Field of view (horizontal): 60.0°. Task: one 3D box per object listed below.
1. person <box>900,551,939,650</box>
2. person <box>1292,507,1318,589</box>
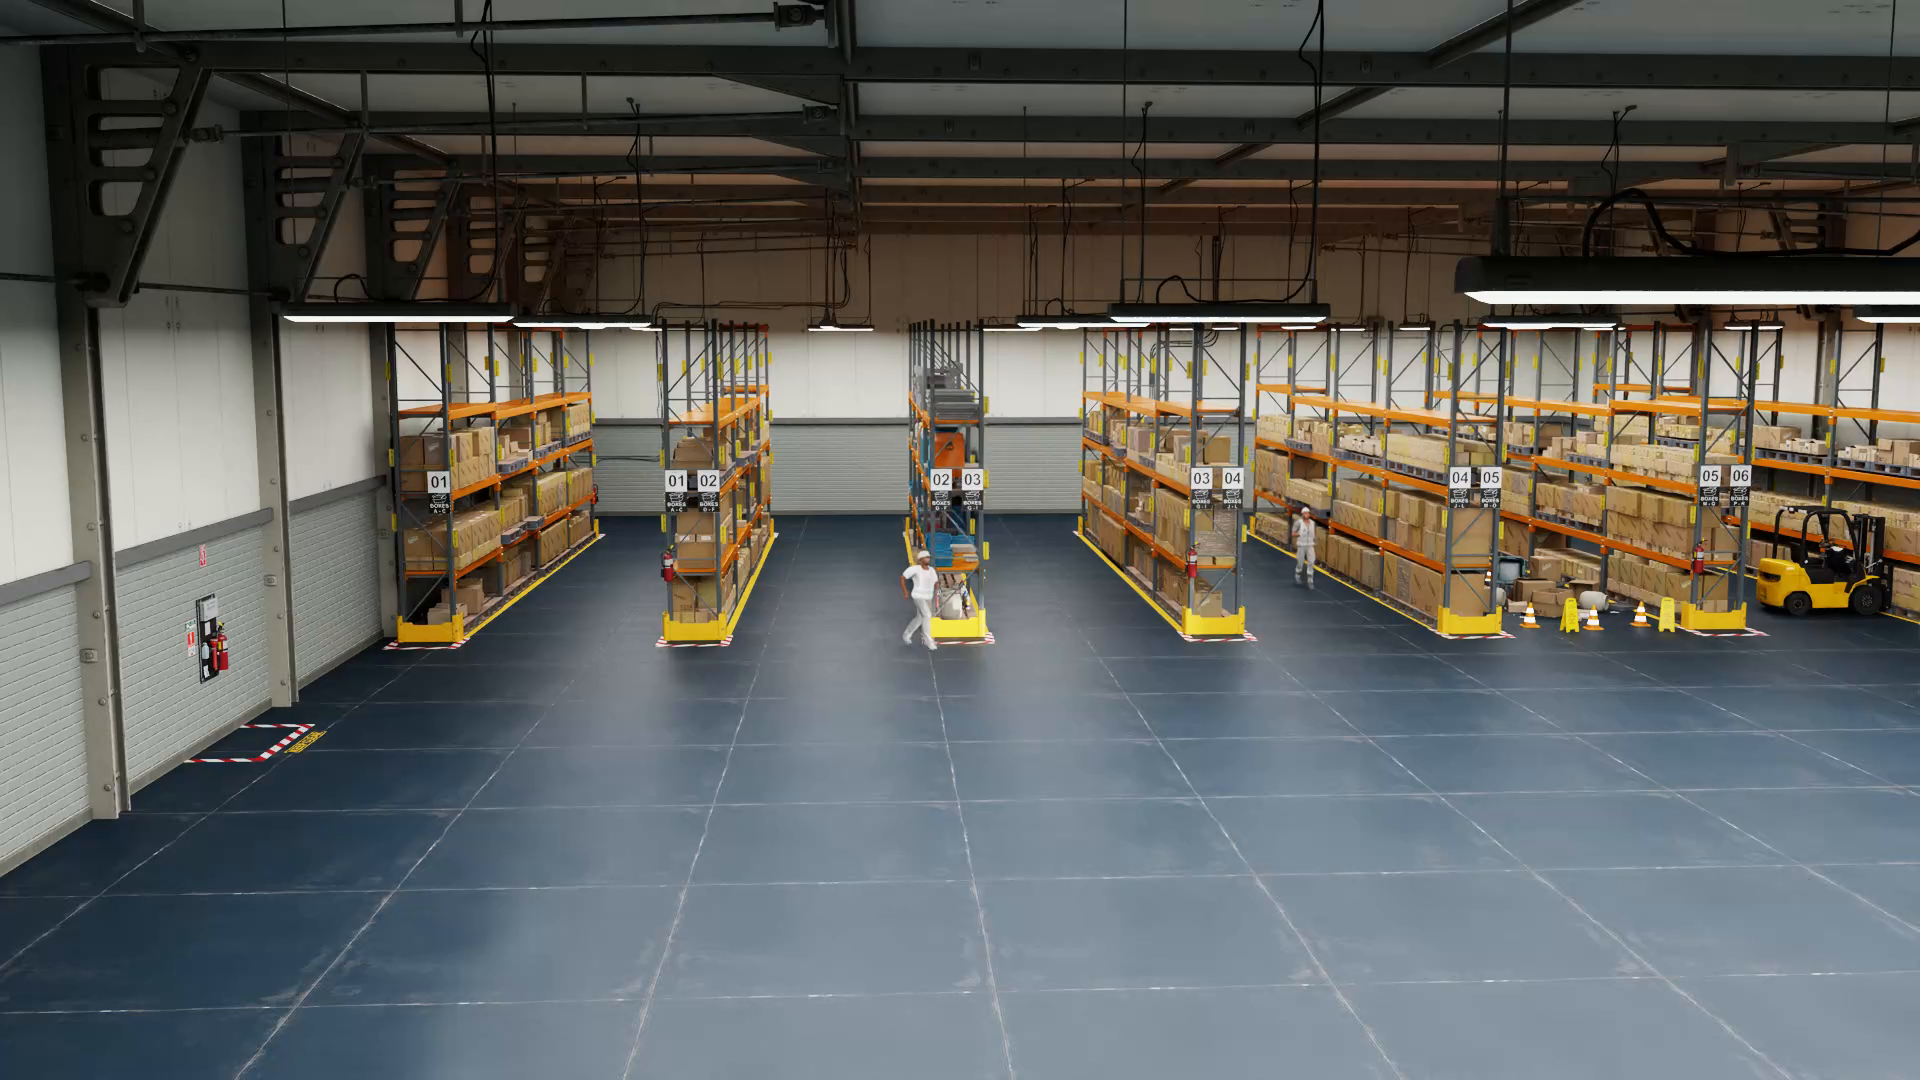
[{"bbox_3d":[-0.640,1.078,30.505,0.900,1.756,0.724,6,9,41],"label":"person"},{"bbox_3d":[7.804,0.158,37.581,0.645,1.795,0.901,-1,7,-6],"label":"person"}]
